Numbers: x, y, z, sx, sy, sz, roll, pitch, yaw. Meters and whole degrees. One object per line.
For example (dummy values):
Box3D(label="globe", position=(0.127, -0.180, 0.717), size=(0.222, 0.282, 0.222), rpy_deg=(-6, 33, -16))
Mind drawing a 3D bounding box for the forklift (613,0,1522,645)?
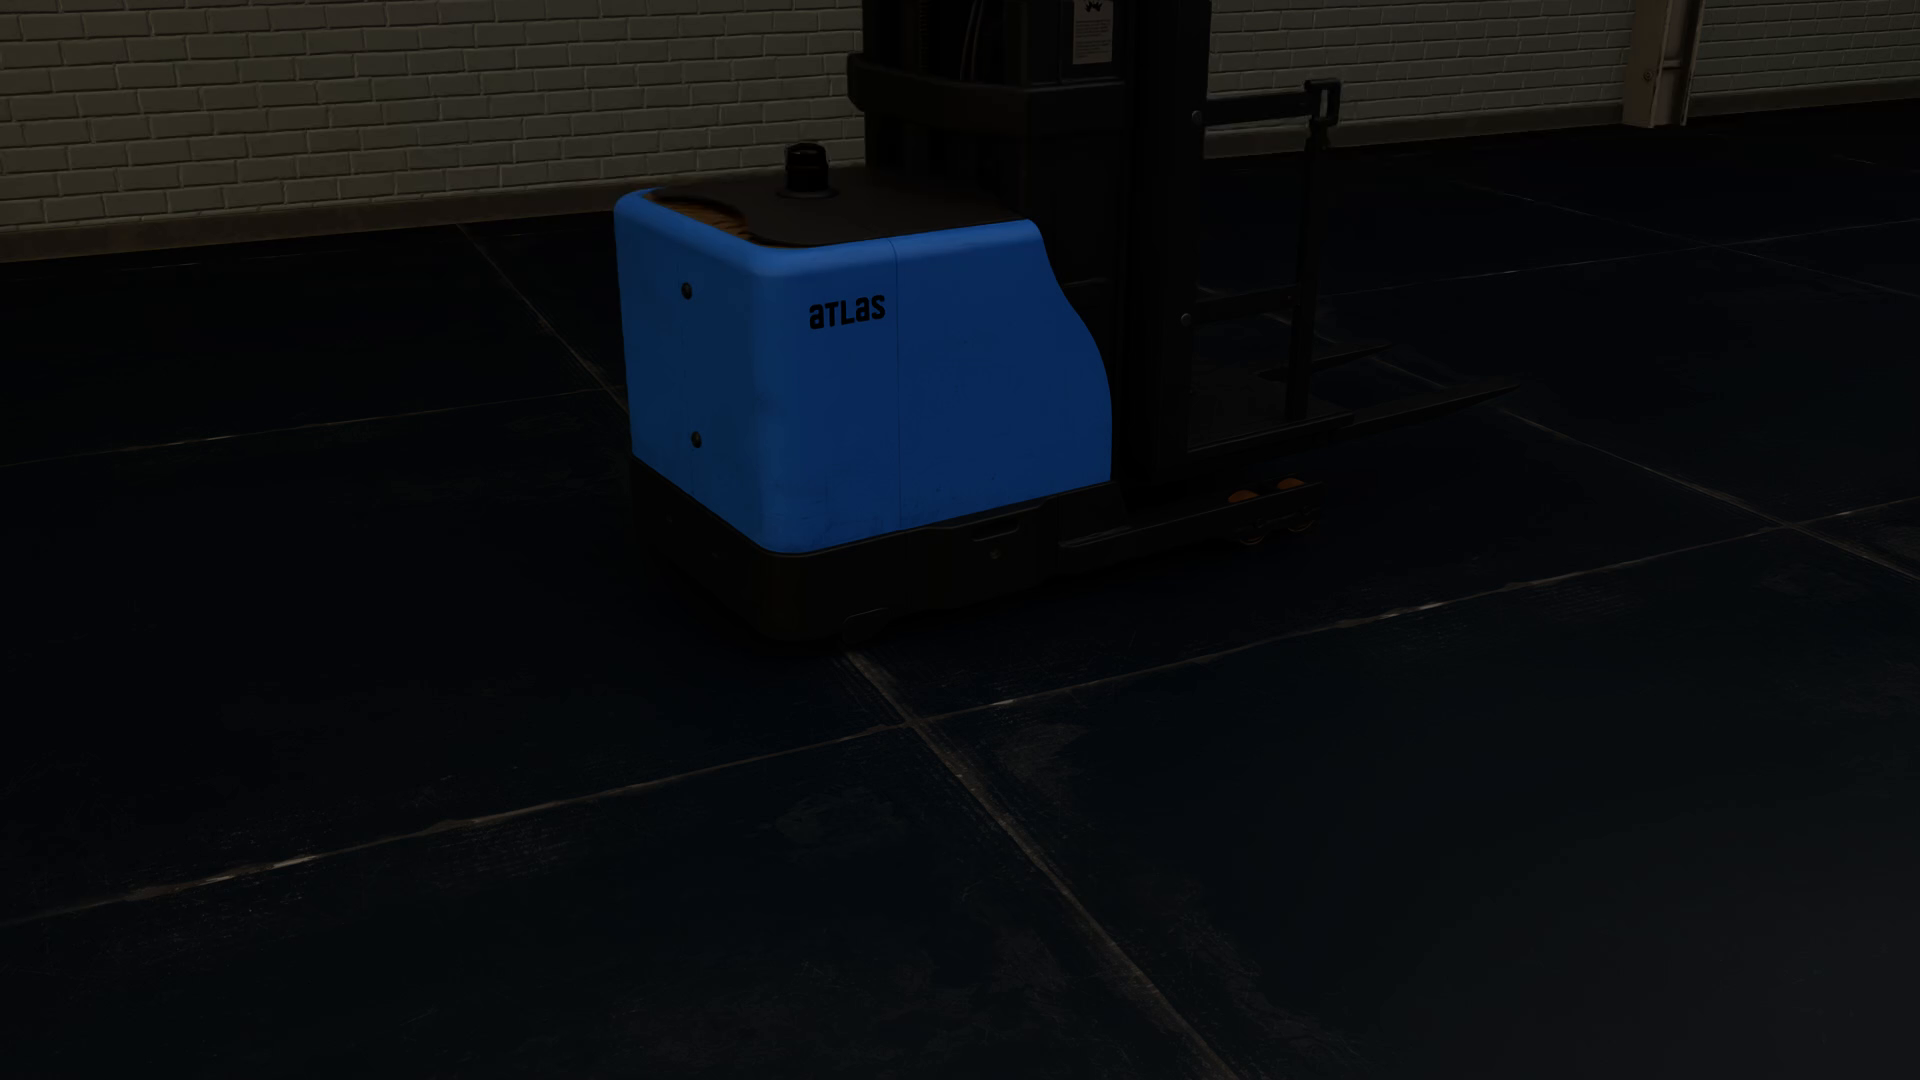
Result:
Box3D(label="forklift", position=(0.529, -1.493, 4.879), size=(3.031, 2.935, 1.130), rpy_deg=(-14, 26, -30))
